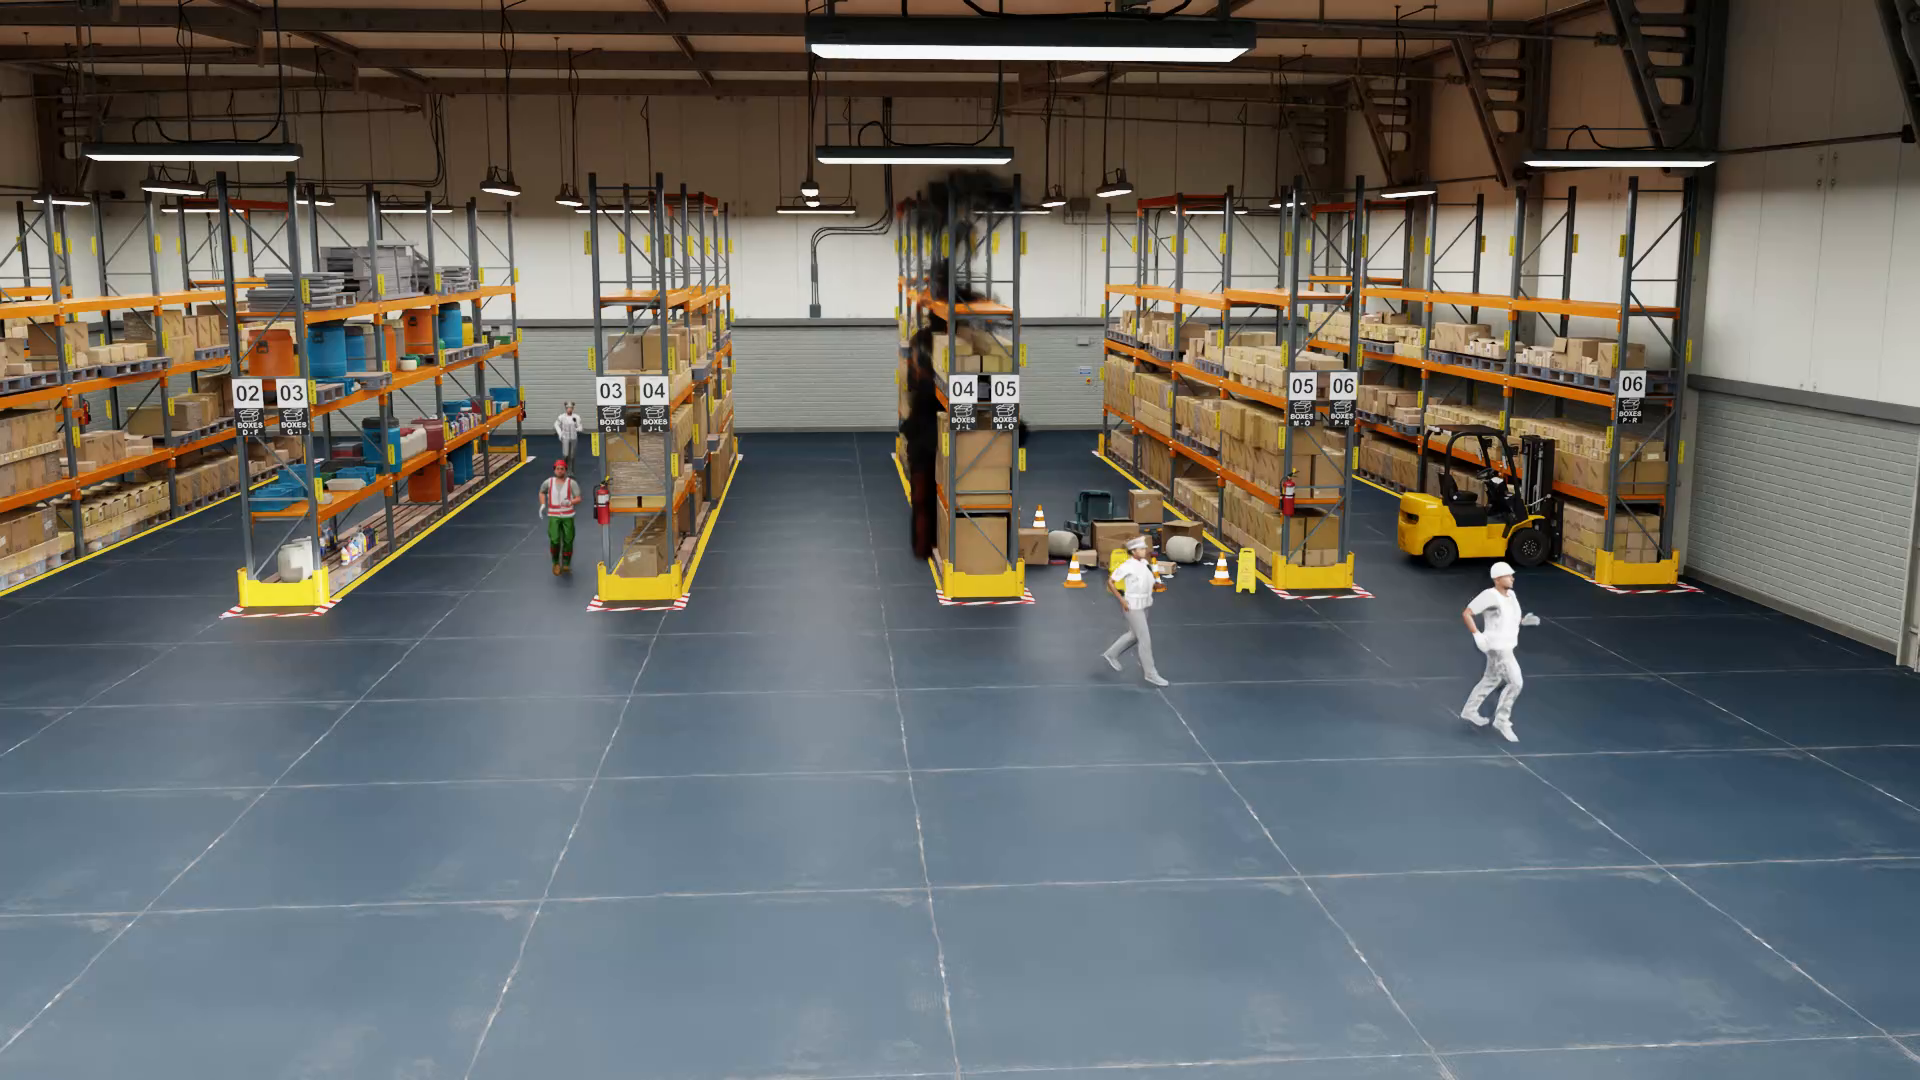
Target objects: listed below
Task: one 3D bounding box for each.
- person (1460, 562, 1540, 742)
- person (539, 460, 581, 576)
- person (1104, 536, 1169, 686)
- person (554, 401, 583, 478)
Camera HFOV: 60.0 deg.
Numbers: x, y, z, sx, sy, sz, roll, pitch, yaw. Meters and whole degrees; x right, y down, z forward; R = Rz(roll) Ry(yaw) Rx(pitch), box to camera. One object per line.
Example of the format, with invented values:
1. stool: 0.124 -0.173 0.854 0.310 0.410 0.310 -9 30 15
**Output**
1. person: 5.557 1.140 17.132 0.768 1.842 0.657 7 12 35
2. person: -6.110 -0.335 25.452 0.641 1.785 0.702 -2 10 -13
3. person: 2.039 0.786 19.256 0.935 1.693 0.572 7 12 35
4. person: -8.479 -2.156 36.117 0.587 1.708 0.691 -3 11 -17
